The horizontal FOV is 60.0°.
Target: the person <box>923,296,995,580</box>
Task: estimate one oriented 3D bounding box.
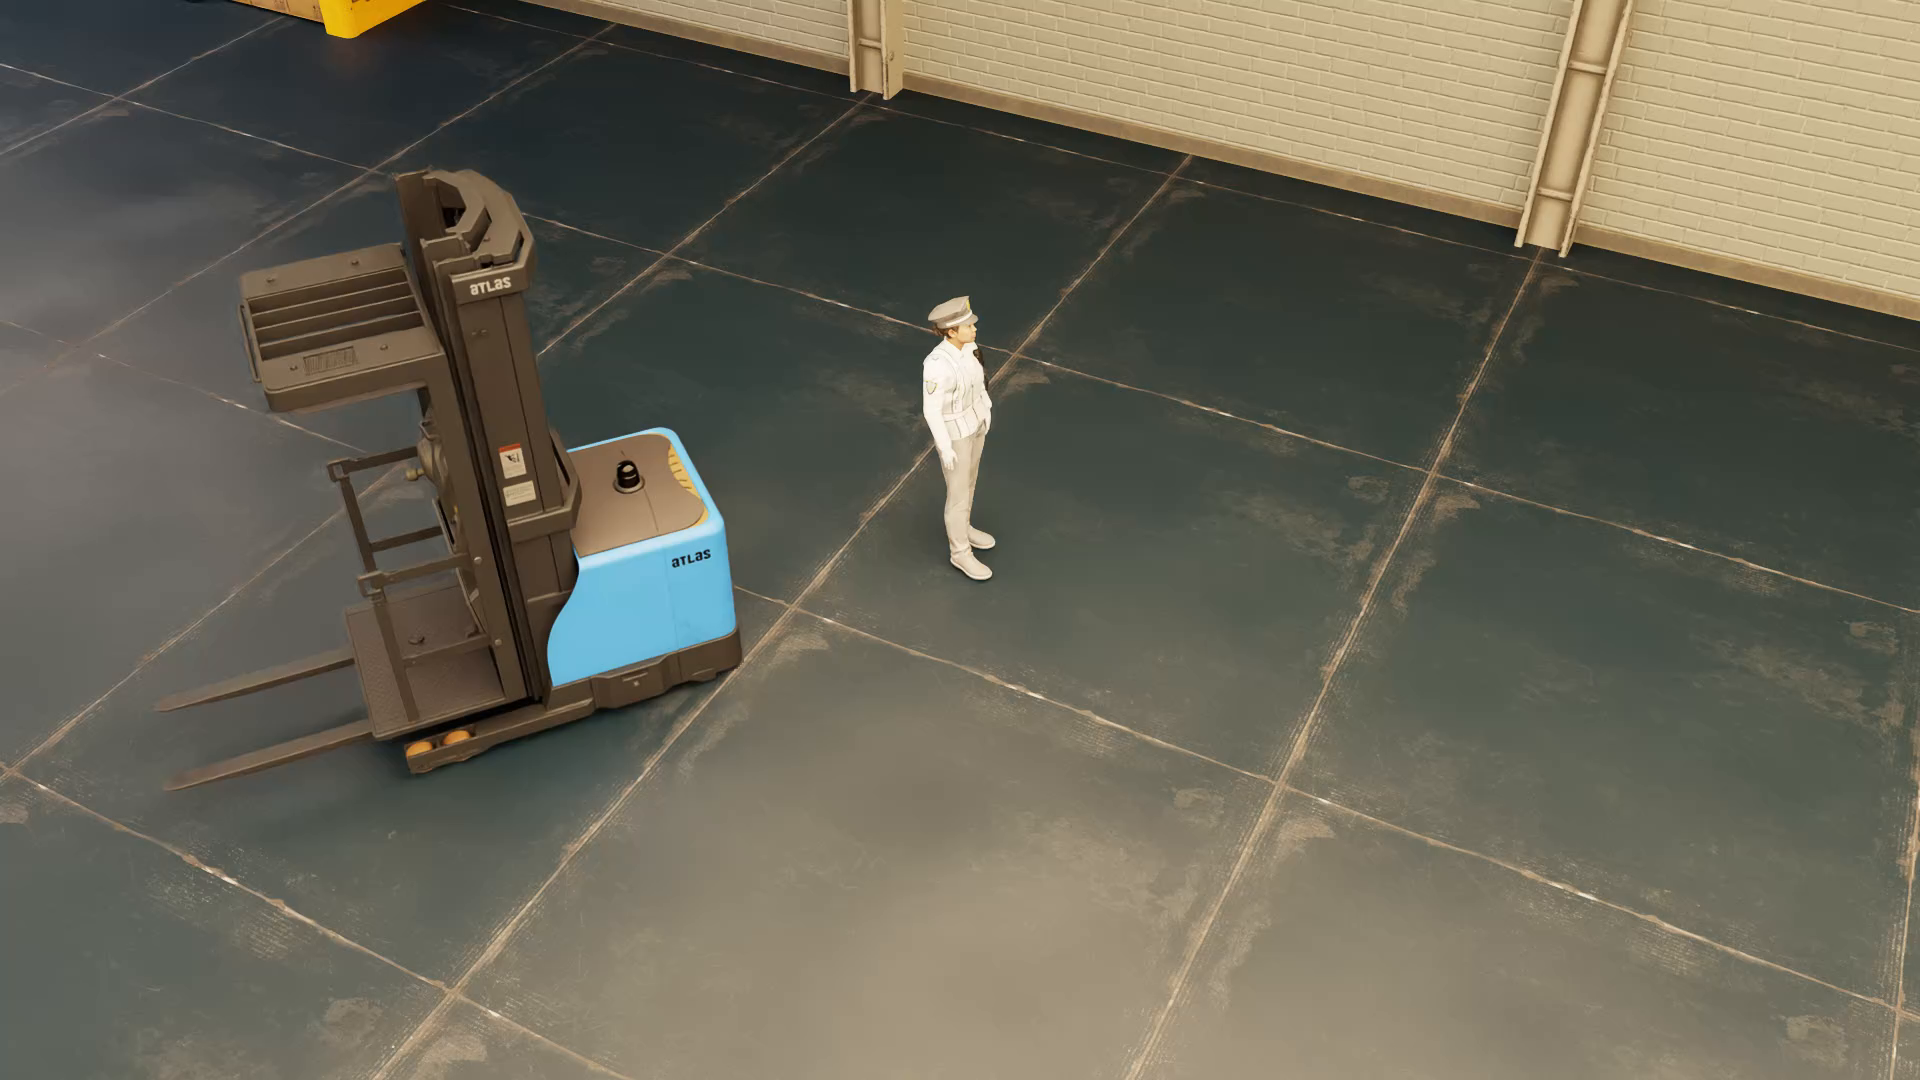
[{"bbox_3d":[0.058,-0.630,9.683,0.531,1.695,0.587,18,43,21],"label":"person"}]

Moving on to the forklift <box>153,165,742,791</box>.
[{"bbox_3d":[-2.789,-0.280,8.319,3.031,2.935,1.130,-16,43,-18],"label":"forklift"}]
